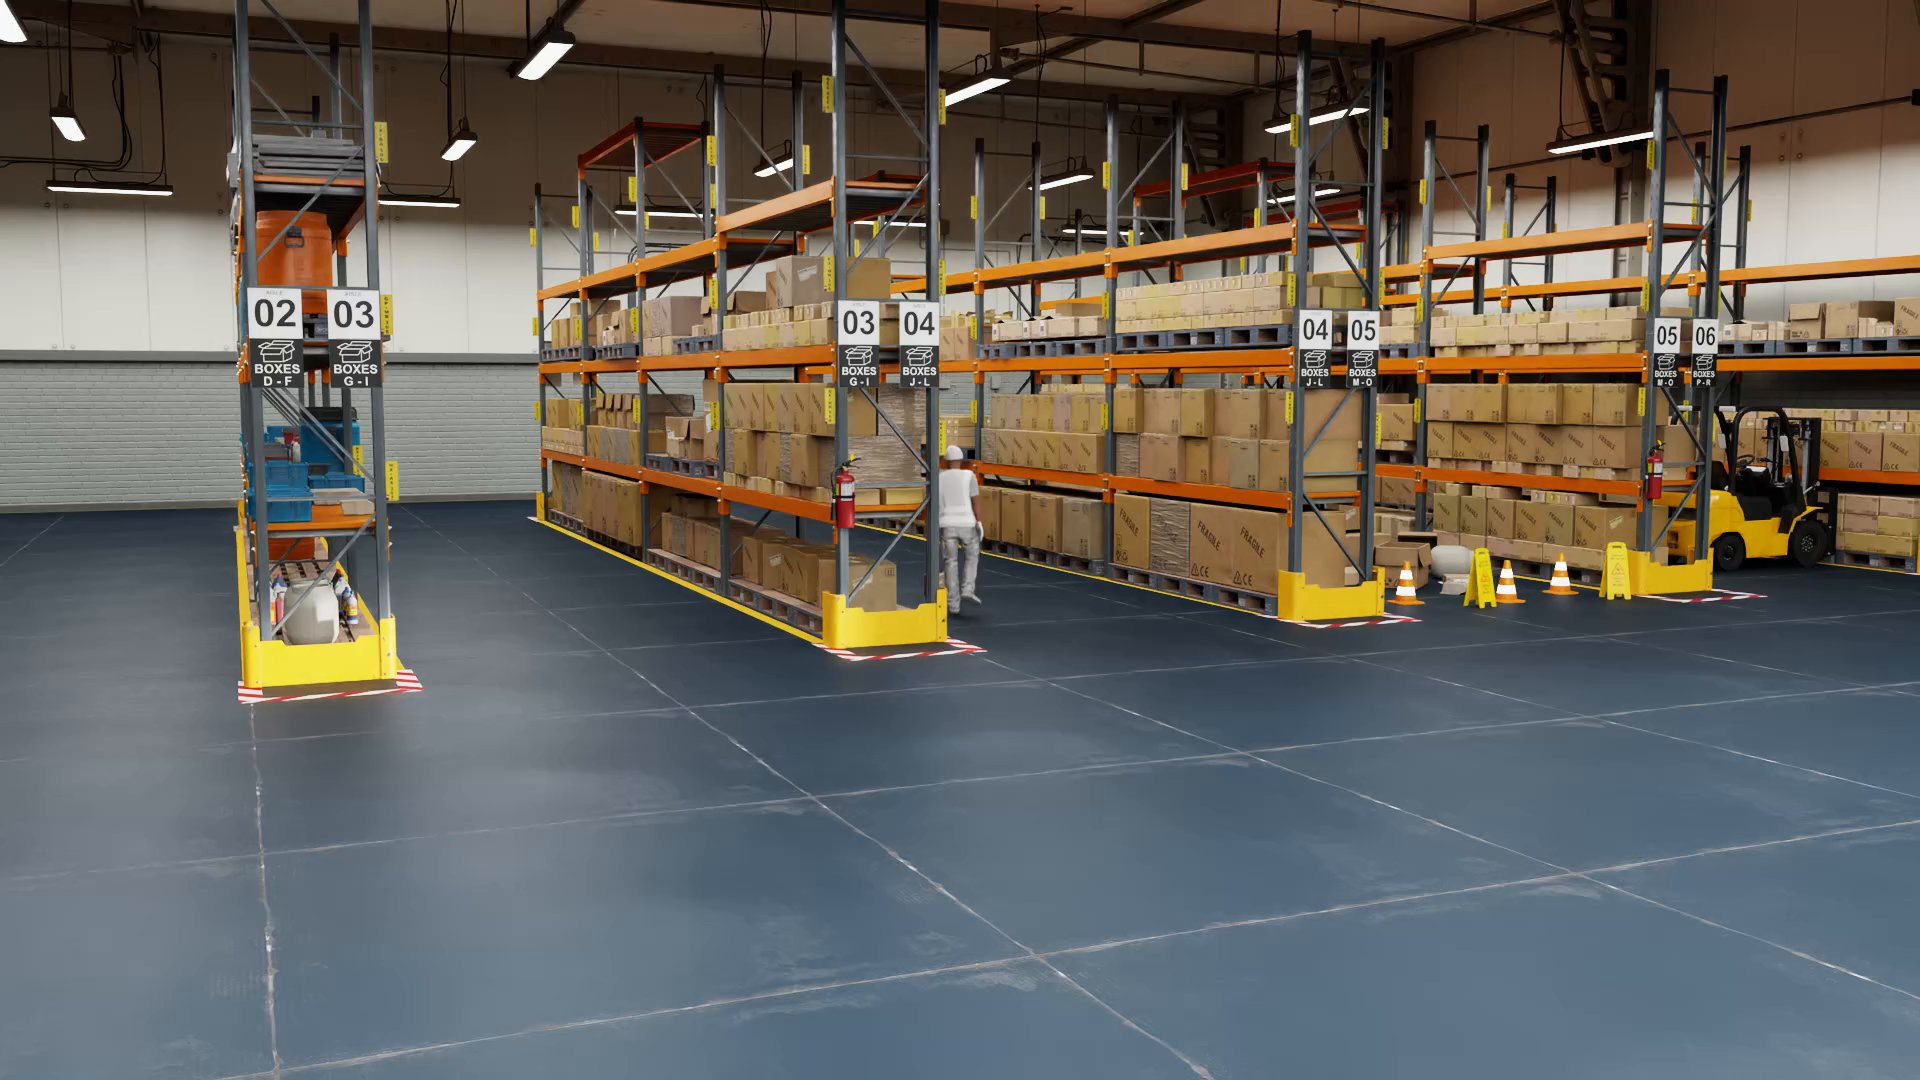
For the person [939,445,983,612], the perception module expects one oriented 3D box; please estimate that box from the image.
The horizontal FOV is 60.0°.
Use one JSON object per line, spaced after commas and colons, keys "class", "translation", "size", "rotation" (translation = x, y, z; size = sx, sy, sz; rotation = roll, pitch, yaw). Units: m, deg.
{"class": "person", "translation": [-0.042, -0.131, 17.825], "size": [0.597, 1.769, 0.462], "rotation": [0, 5, 3]}
